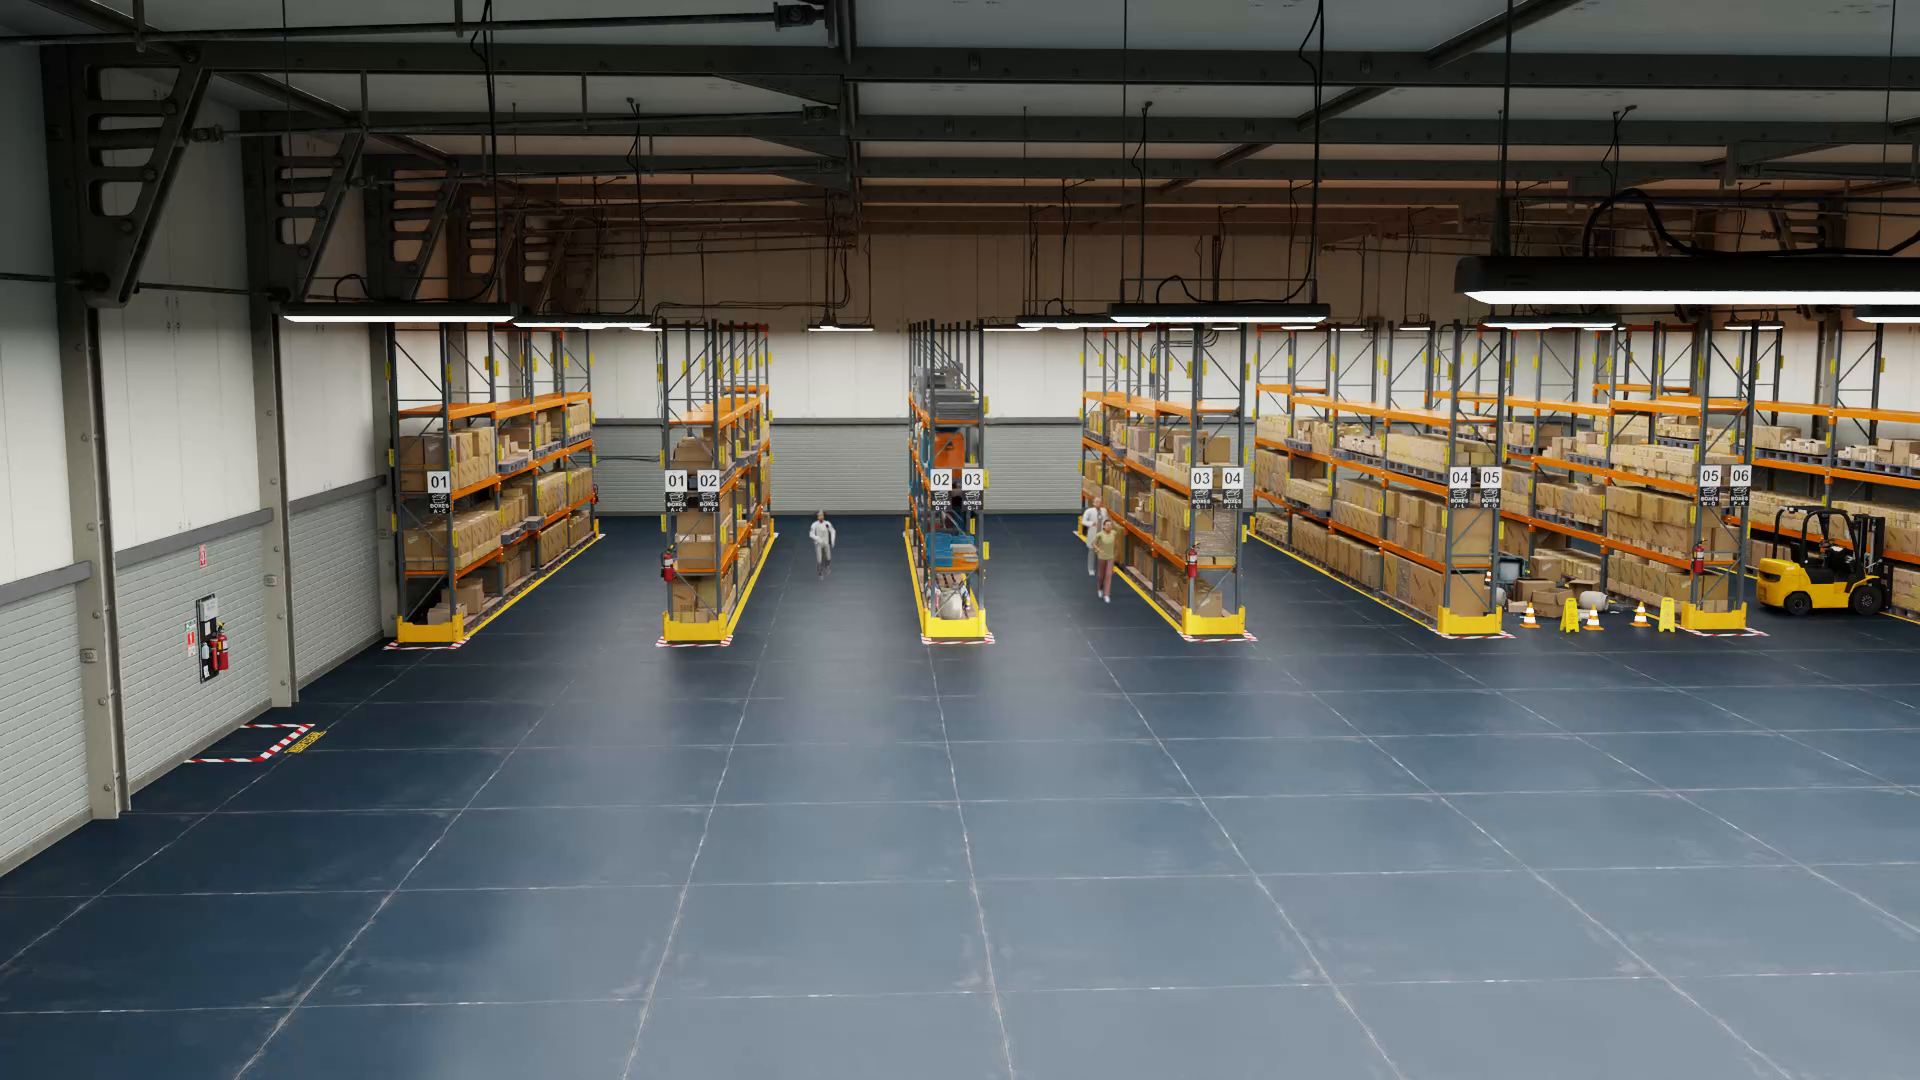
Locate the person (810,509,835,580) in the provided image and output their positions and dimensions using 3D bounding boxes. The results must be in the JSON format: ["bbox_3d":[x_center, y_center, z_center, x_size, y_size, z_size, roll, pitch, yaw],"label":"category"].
[{"bbox_3d":[-3.198,0.113,38.892,0.623,1.666,0.561,-2,7,-14],"label":"person"}]

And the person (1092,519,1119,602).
[{"bbox_3d":[3.002,0.396,34.165,0.601,1.671,0.872,-1,7,-11],"label":"person"}]

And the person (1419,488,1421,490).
[{"bbox_3d":[13.878,-1.179,49.499,0.738,1.642,0.640,3,8,22],"label":"person"}]

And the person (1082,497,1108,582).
[{"bbox_3d":[3.041,-0.034,37.247,0.686,1.869,0.832,-1,7,-11],"label":"person"}]
